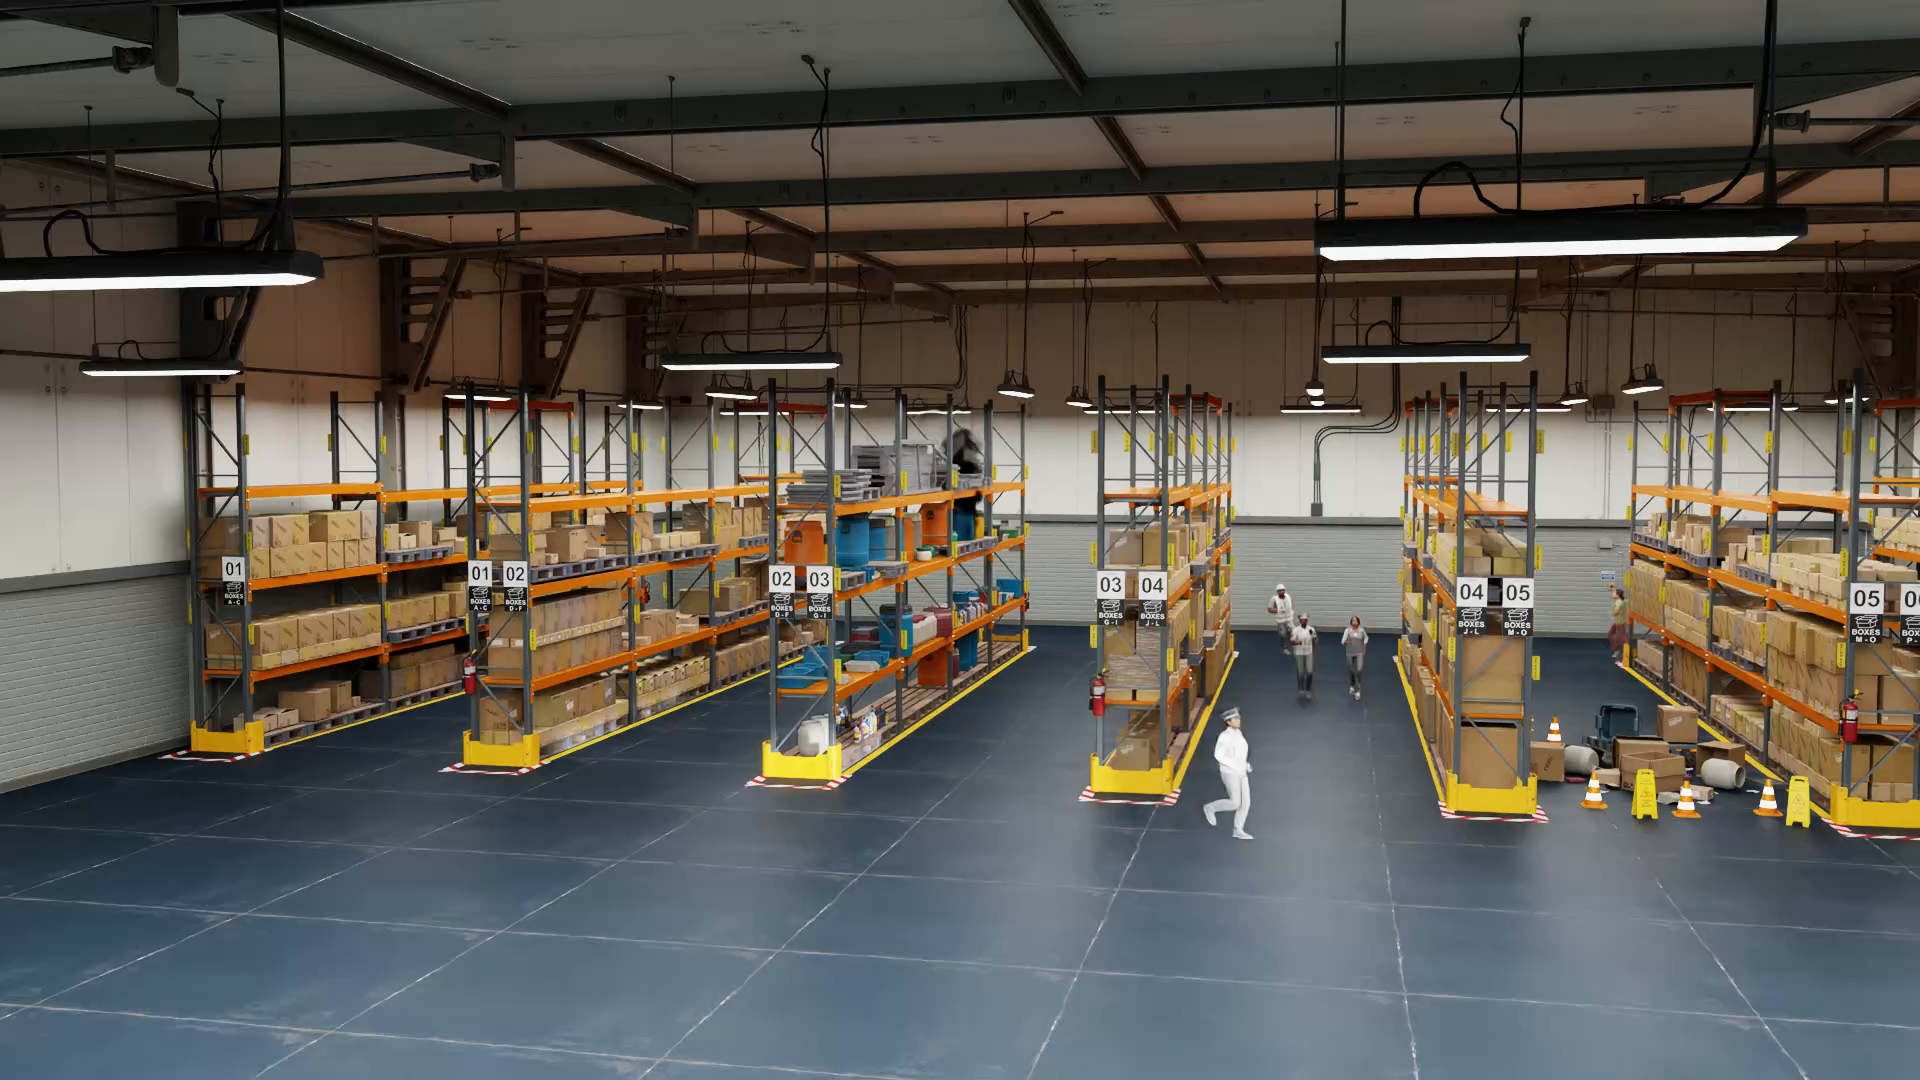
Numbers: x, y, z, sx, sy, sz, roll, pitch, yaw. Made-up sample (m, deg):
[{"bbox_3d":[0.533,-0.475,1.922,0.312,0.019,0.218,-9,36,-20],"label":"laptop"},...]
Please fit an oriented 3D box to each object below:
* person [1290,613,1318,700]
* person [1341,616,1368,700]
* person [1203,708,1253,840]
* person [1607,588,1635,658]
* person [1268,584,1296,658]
[{"bbox_3d":[6.796,2.290,32.801,0.559,1.727,0.663,0,3,8],"label":"person"},{"bbox_3d":[7.799,2.302,32.859,0.522,1.622,0.770,1,3,12],"label":"person"},{"bbox_3d":[3.462,2.958,21.217,0.701,1.661,0.612,3,4,39],"label":"person"},{"bbox_3d":[15.438,1.973,38.781,0.667,1.694,0.607,2,4,27],"label":"person"},{"bbox_3d":[7.563,1.911,38.959,0.773,1.791,0.808,0,3,-7],"label":"person"}]
